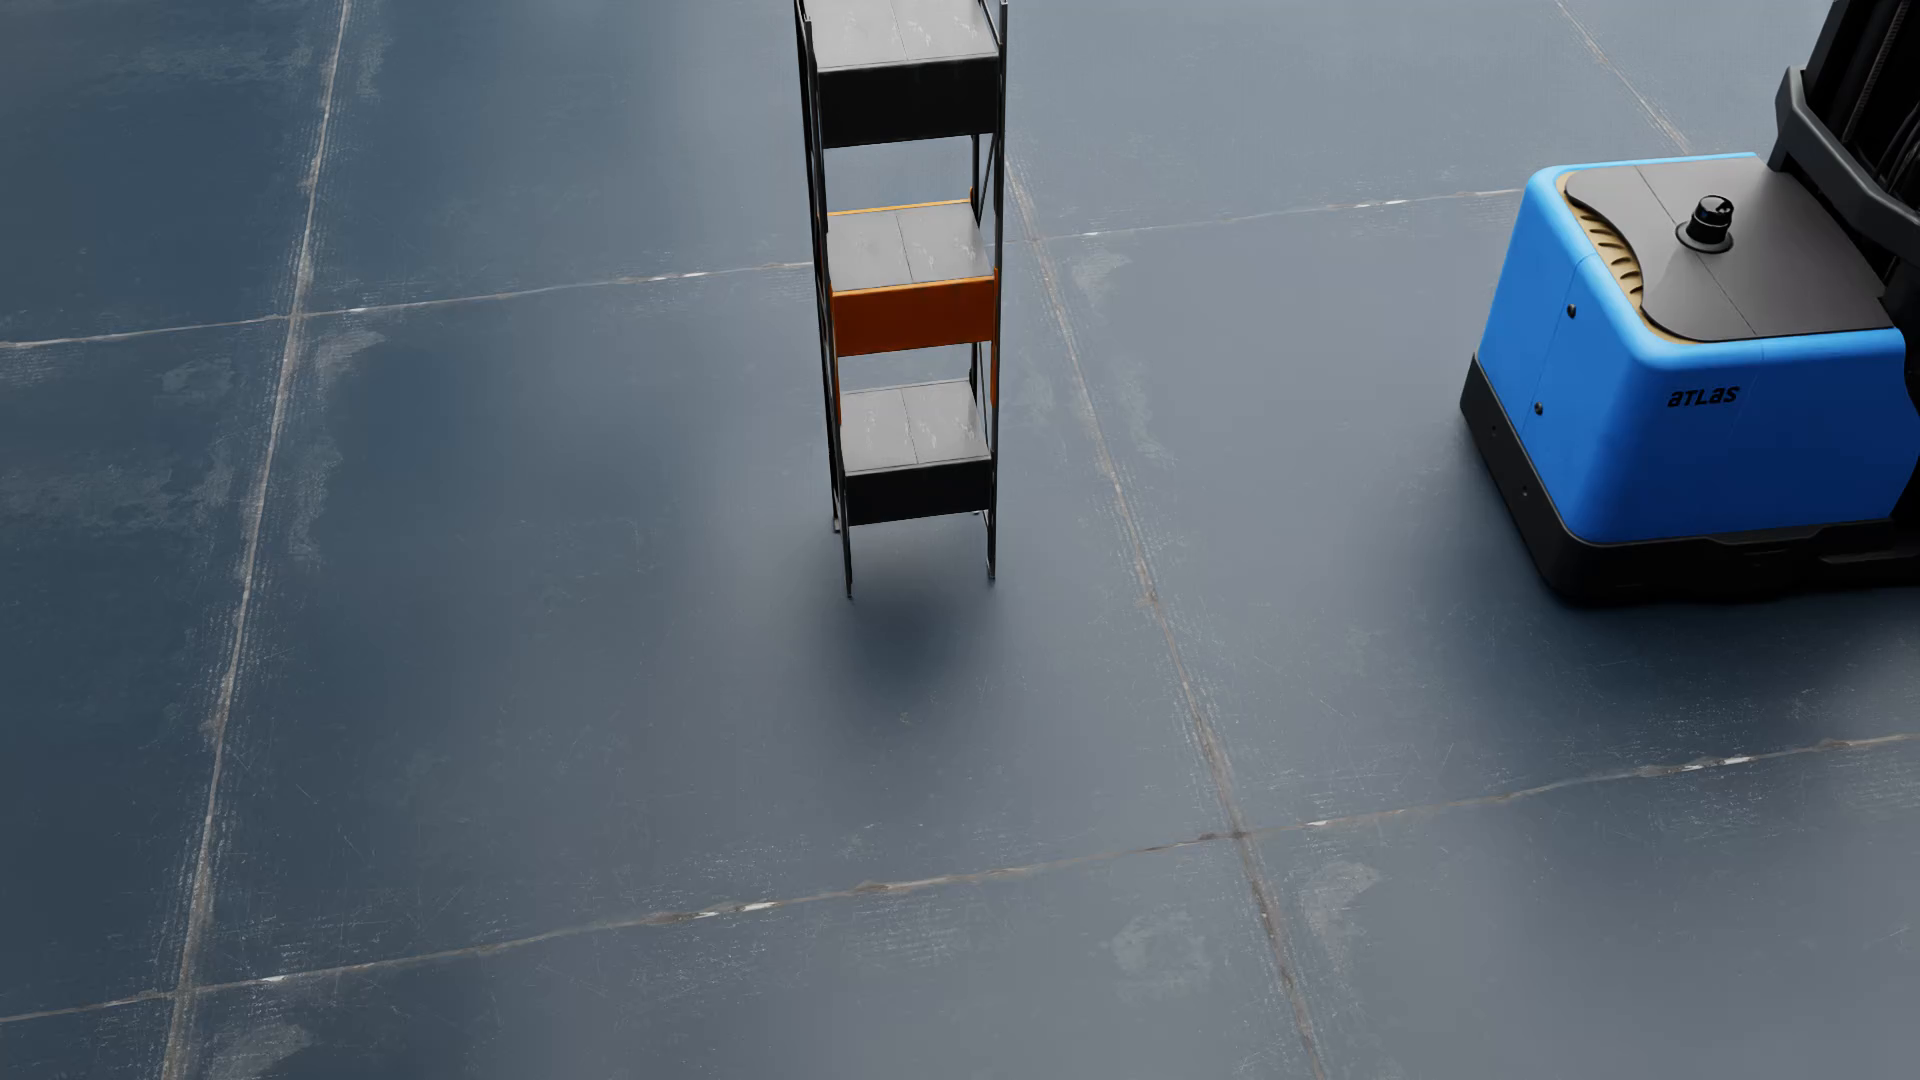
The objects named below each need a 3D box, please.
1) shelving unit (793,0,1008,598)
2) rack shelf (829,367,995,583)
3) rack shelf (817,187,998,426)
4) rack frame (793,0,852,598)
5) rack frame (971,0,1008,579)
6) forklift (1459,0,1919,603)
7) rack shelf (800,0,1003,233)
[{"bbox_3d":[-0.163,-0.708,4.974,0.503,2.100,0.431,-7,46,-7],"label":"shelving unit"},{"bbox_3d":[-0.163,-0.213,5.488,0.480,0.518,0.431,-7,46,-7],"label":"rack shelf"},{"bbox_3d":[-0.163,-0.699,4.984,0.480,0.518,0.431,-7,46,-7],"label":"rack shelf"},{"bbox_3d":[-0.404,-0.678,4.945,0.015,2.100,0.400,-7,46,-7],"label":"rack frame"},{"bbox_3d":[0.077,-0.738,5.003,0.015,2.100,0.400,-7,46,-7],"label":"rack frame"},{"bbox_3d":[3.395,-1.278,4.946,3.031,2.935,1.130,-5,46,-5],"label":"forklift"},{"bbox_3d":[-0.163,-1.184,4.480,0.480,0.518,0.431,-7,46,-7],"label":"rack shelf"}]
